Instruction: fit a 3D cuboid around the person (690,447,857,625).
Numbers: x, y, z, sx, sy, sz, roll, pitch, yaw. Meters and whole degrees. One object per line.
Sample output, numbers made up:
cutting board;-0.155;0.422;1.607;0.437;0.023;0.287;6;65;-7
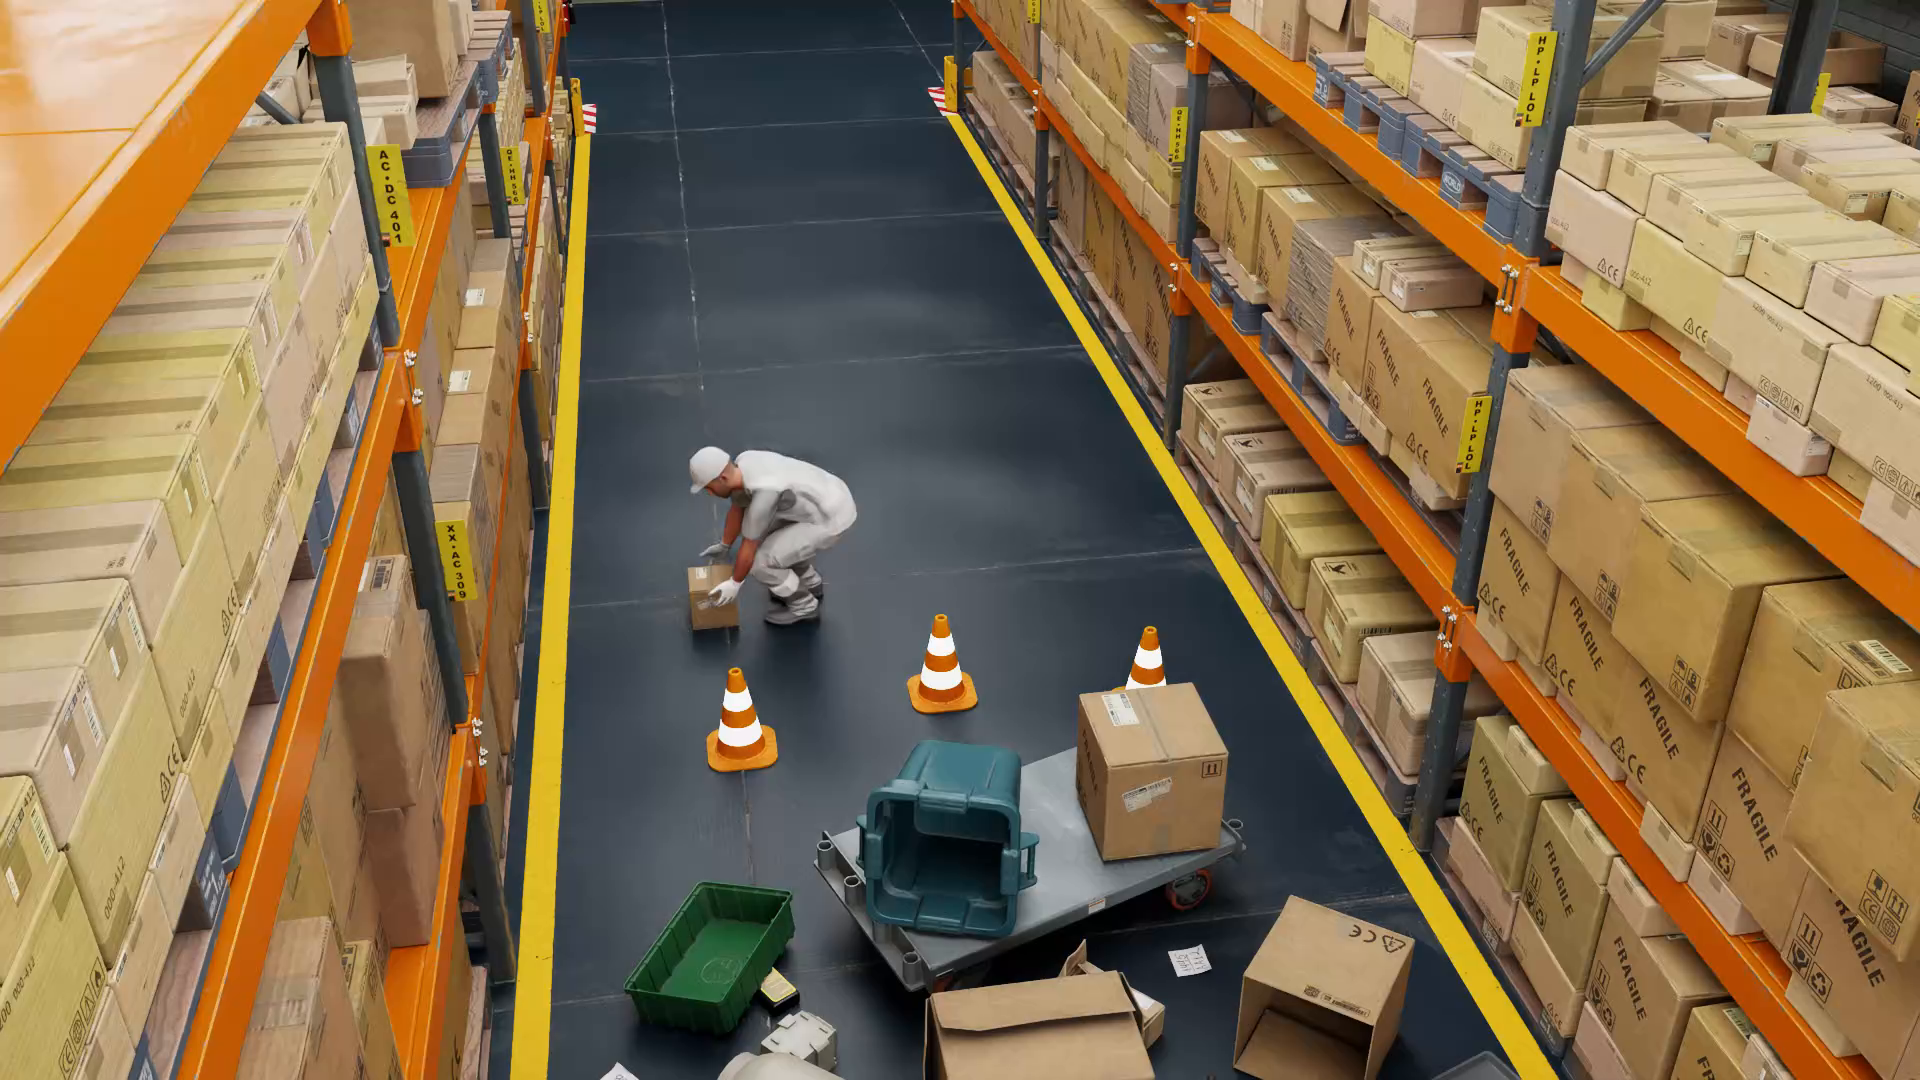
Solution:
person;-0.984;-0.057;8.923;0.870;1.065;0.578;-5;31;-9
